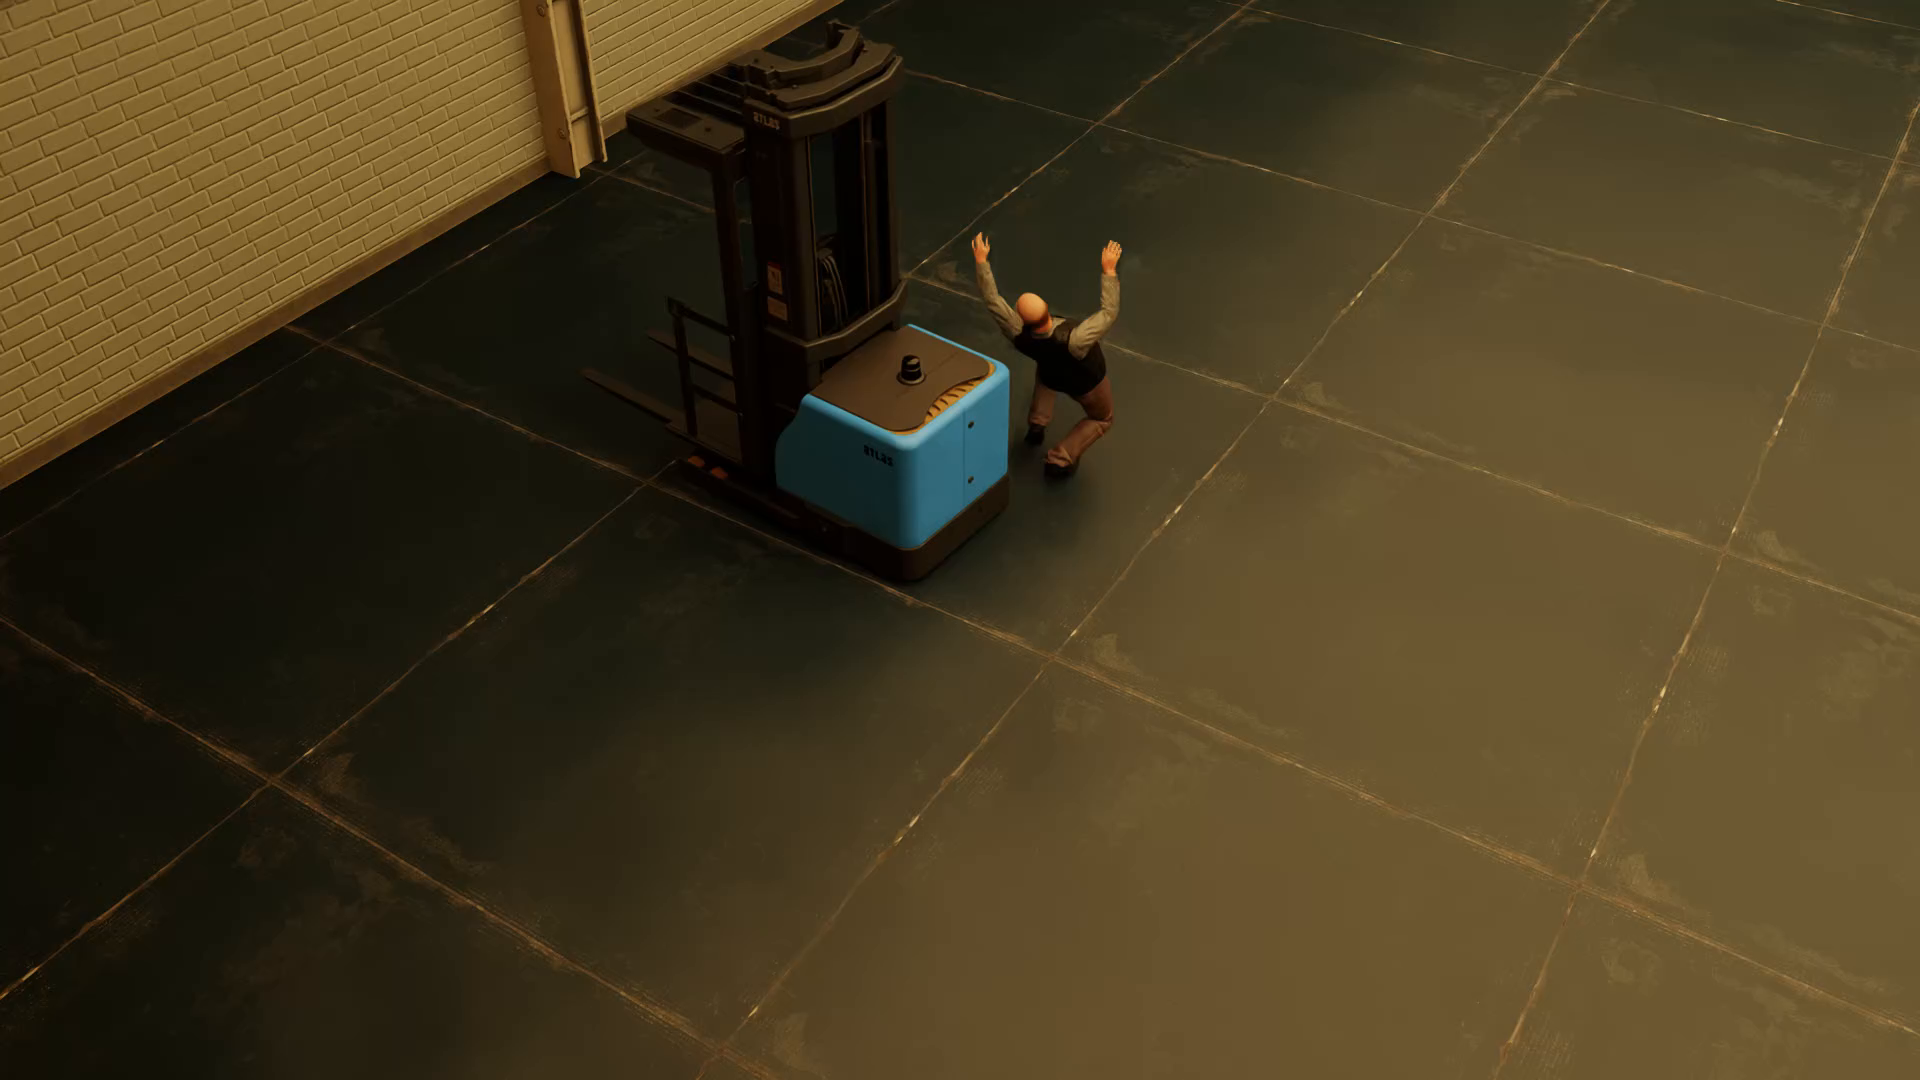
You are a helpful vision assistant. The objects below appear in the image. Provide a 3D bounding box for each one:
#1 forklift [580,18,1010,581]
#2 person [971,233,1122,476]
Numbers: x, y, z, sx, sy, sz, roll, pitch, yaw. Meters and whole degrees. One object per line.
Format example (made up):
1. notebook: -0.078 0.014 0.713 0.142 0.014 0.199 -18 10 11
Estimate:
1. forklift: -1.168 -1.659 9.924 3.031 2.935 1.130 26 47 28
2. person: 0.519 -1.162 10.372 1.004 1.626 0.787 24 46 25
